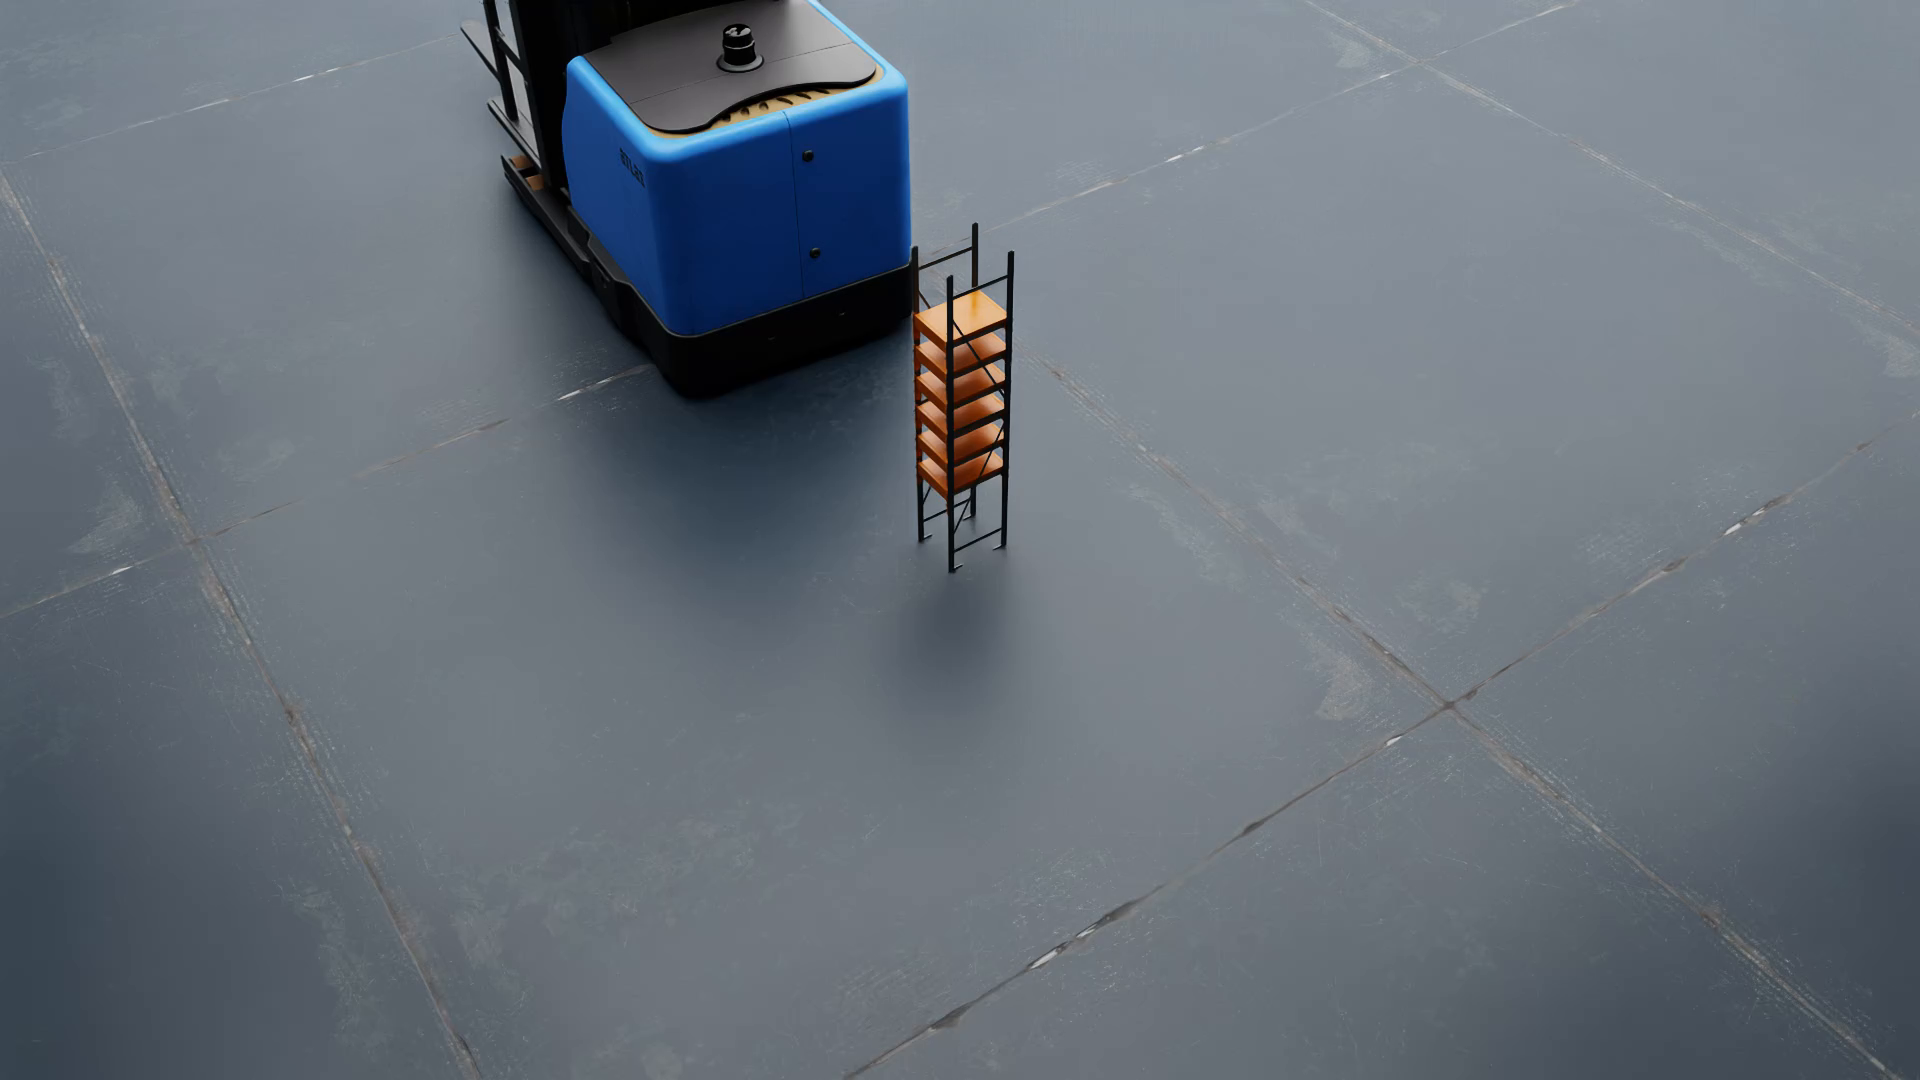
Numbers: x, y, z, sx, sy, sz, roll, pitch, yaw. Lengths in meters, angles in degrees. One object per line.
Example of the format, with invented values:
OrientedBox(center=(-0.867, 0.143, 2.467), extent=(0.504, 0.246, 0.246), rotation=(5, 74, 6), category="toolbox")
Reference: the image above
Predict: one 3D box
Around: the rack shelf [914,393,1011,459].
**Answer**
OrientedBox(center=(0.008, -0.394, 5.358), extent=(0.258, 0.103, 0.180), rotation=(-26, 49, -24), category="rack shelf")

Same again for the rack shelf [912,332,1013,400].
OrientedBox(center=(0.008, -0.567, 5.192), extent=(0.258, 0.103, 0.180), rotation=(-26, 49, -24), category="rack shelf")

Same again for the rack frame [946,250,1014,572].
OrientedBox(center=(0.061, -0.374, 5.273), extent=(0.240, 1.200, 0.006), rotation=(-26, 49, -24), category="rack frame")

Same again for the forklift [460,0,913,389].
OrientedBox(center=(-1.357, -2.630, 6.382), extent=(1.130, 2.935, 3.031), rotation=(-22, 48, -22), category="forklift")

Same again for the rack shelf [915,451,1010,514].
OrientedBox(center=(0.008, -0.220, 5.524), extent=(0.258, 0.103, 0.180), rotation=(-26, 49, -24), category="rack shelf")

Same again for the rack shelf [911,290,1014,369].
OrientedBox(center=(0.008, -0.654, 5.109), extent=(0.258, 0.103, 0.180), rotation=(-26, 49, -24), category="rack shelf")

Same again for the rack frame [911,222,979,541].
OrientedBox(center=(-0.044, -0.478, 5.381), extent=(0.240, 1.200, 0.006), rotation=(-26, 49, -24), category="rack frame")

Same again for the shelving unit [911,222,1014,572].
OrientedBox(center=(0.008, -0.426, 5.327), extent=(0.258, 1.200, 0.189), rotation=(-26, 49, -24), category="shelving unit")

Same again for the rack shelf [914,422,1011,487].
OrientedBox(center=(0.008, -0.307, 5.441), extent=(0.258, 0.103, 0.180), rotation=(-26, 49, -24), category="rack shelf")

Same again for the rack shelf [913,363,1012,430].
OrientedBox(center=(0.008, -0.480, 5.275), extent=(0.258, 0.103, 0.180), rotation=(-26, 49, -24), category="rack shelf")
